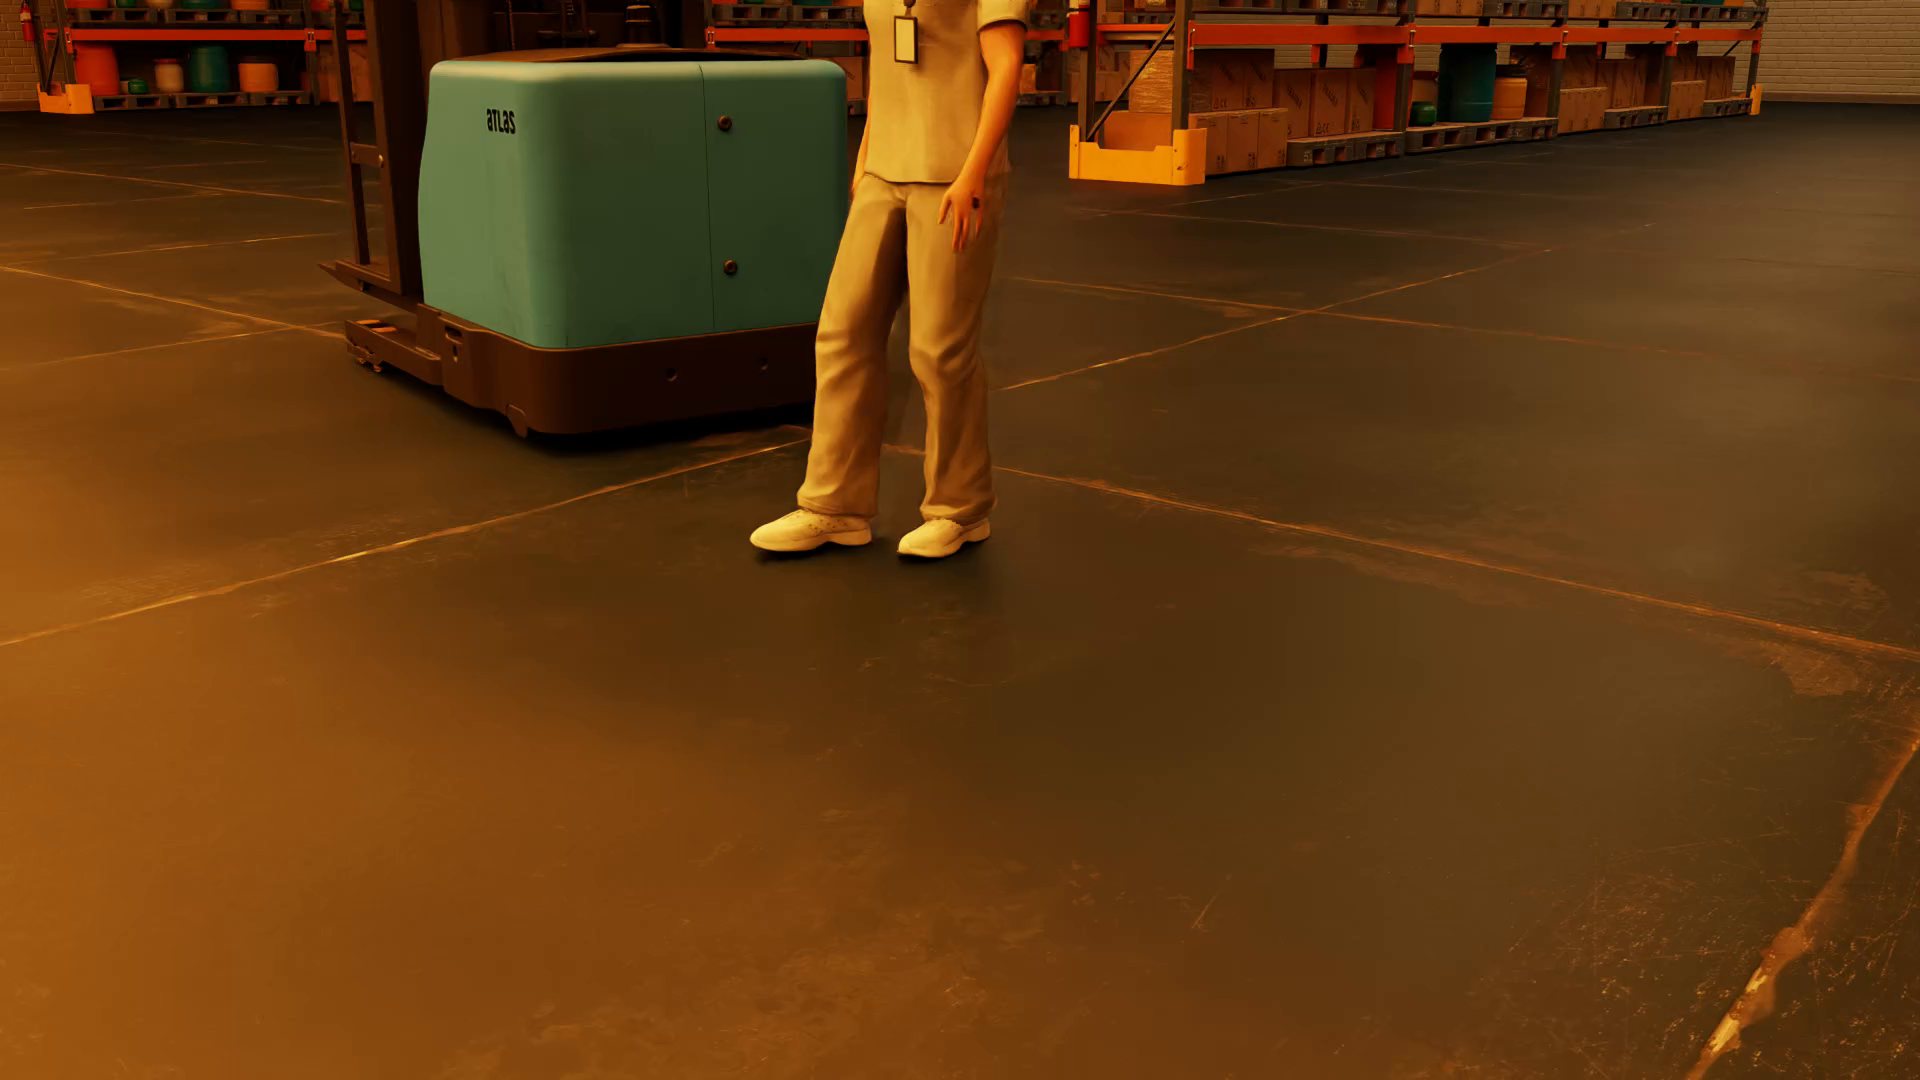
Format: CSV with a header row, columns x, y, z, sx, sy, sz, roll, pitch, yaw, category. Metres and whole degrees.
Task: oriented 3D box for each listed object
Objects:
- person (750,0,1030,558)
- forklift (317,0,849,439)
x,y,z,sx,sy,sz,roll,pitch,yaw,category
-0.132,-0.757,3.586,0.574,1.658,0.577,-14,22,-38,person
-1.579,-2.065,5.697,1.130,2.935,3.031,-12,20,-33,forklift
